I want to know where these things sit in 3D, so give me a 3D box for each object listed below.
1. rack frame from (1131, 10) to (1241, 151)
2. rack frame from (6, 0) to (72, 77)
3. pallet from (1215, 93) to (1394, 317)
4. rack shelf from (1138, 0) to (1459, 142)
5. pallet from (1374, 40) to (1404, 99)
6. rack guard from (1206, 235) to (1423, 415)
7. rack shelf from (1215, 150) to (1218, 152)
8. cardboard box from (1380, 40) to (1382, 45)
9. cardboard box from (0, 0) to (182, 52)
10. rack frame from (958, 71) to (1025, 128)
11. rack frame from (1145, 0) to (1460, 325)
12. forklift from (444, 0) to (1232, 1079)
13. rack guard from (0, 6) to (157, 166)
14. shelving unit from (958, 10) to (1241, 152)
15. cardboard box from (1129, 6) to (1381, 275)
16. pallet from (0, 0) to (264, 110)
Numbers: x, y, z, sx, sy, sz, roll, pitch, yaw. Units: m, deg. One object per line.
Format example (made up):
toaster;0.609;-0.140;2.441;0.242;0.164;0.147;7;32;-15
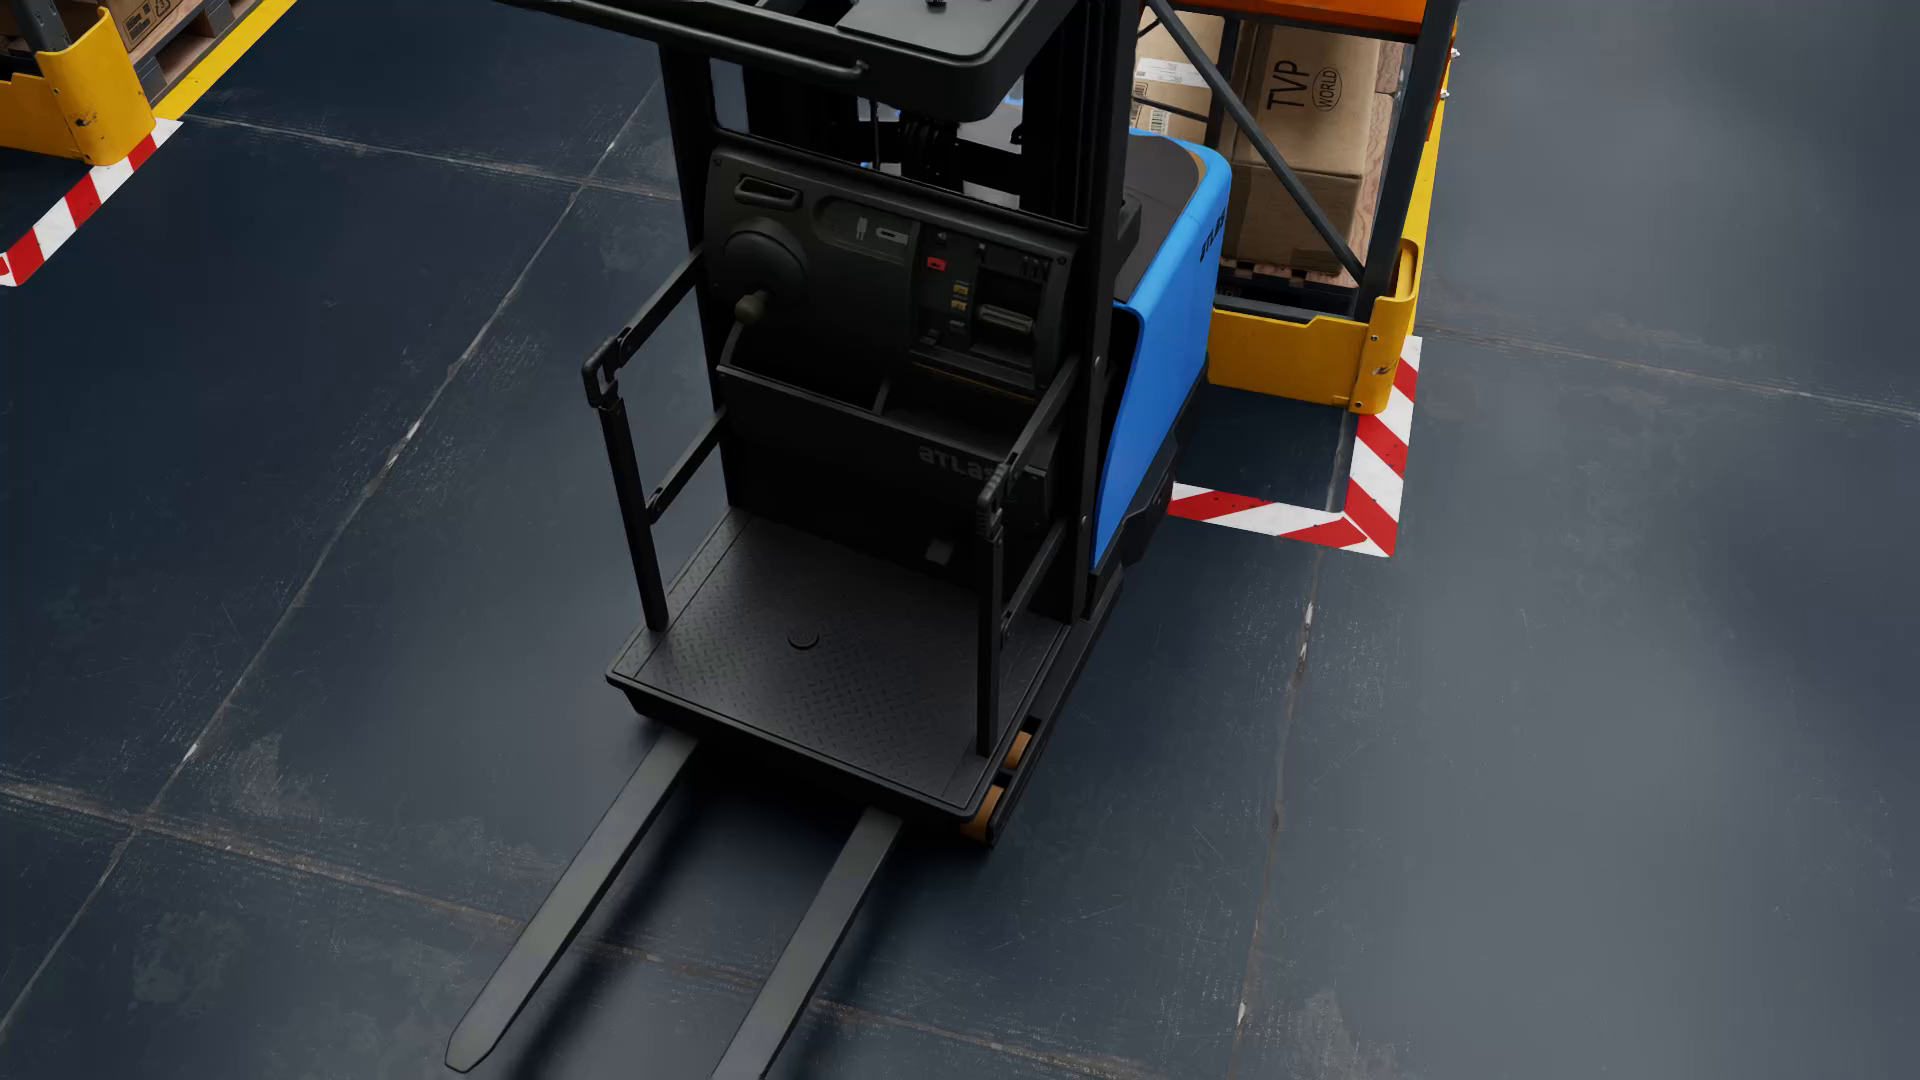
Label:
rack frame;0.622;-1.430;5.451;0.500;1.500;0.032;22;50;17
rack frame;-3.868;-2.637;5.577;1.000;3.000;0.127;12;50;10
pallet;1.057;-1.331;6.284;1.003;0.211;1.213;12;50;10
rack shelf;1.448;-2.869;6.261;1.077;0.370;4.000;12;50;10
pallet;1.380;-2.211;7.061;1.003;0.211;1.213;12;50;10
rack guard;0.915;-0.816;5.637;1.175;0.500;0.348;12;50;10
rack shelf;0.385;-0.983;5.267;0.538;0.185;1.000;22;50;17
cardboard box;1.232;-2.112;6.542;0.875;0.438;0.875;13;50;11
cardboard box;-3.615;-2.374;6.729;0.797;0.503;0.637;10;49;9
rack frame;0.161;-0.780;4.820;0.500;1.500;0.032;22;50;17
rack frame;0.922;-1.660;4.715;1.000;3.000;0.127;12;50;10
forklift;-0.270;-0.529;3.762;1.130;2.935;3.031;19;51;16
rack guard;-3.848;-1.865;6.563;1.175;0.500;0.348;12;50;10
shelving unit;0.387;-1.099;5.130;0.587;1.500;1.083;22;50;17
cardboard box;0.999;-1.449;5.957;0.875;0.438;0.875;10;49;9
pallet;-3.639;-2.346;7.180;1.003;0.211;1.213;12;50;10
